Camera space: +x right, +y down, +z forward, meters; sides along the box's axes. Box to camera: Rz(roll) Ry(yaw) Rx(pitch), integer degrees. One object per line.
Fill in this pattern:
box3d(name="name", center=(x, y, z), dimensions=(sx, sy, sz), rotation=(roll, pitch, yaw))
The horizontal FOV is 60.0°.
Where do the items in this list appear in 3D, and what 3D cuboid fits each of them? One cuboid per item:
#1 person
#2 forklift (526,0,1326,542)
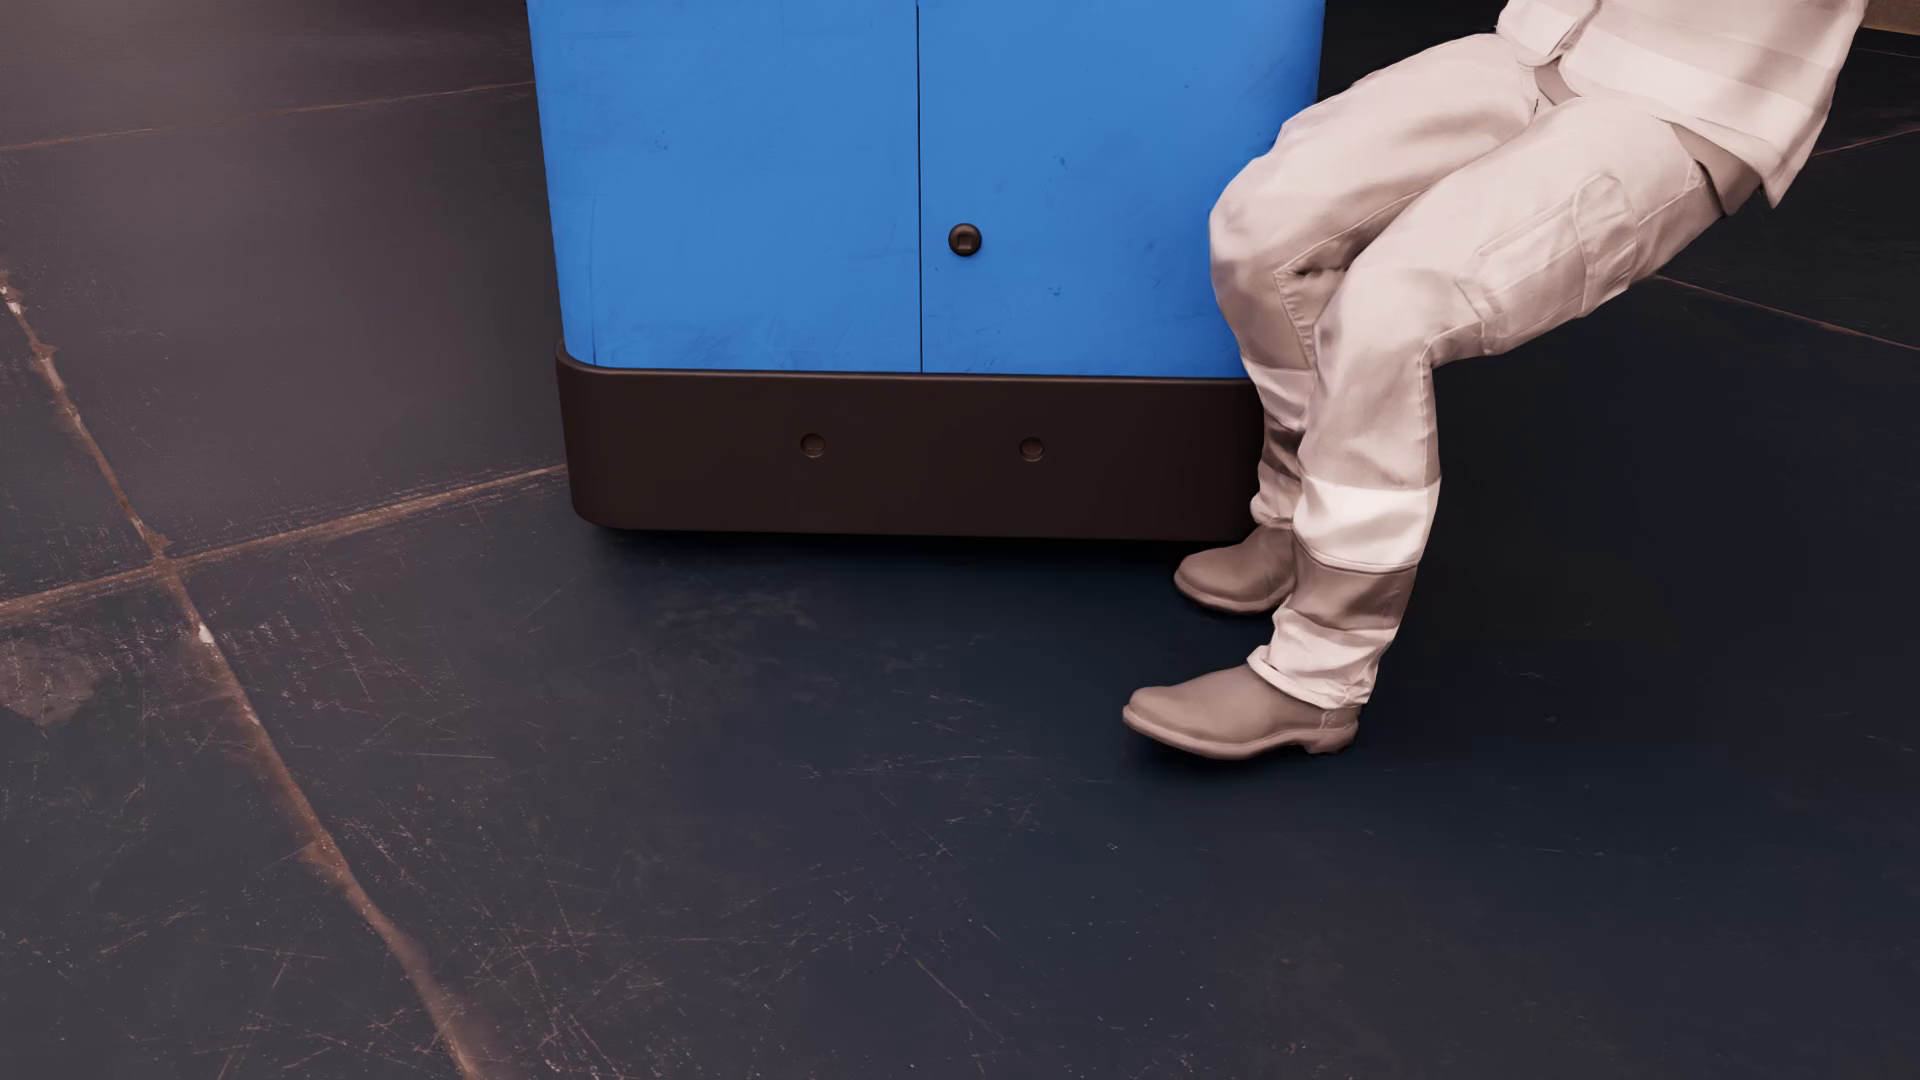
box3d(name="person", center=(0.569, -0.521, 1.833), dimensions=(0.873, 1.543, 0.992), rotation=(-14, 30, -25))
box3d(name="forklift", center=(0.018, -1.929, 3.077), dimensions=(1.130, 2.935, 3.031), rotation=(1, 27, 2))
